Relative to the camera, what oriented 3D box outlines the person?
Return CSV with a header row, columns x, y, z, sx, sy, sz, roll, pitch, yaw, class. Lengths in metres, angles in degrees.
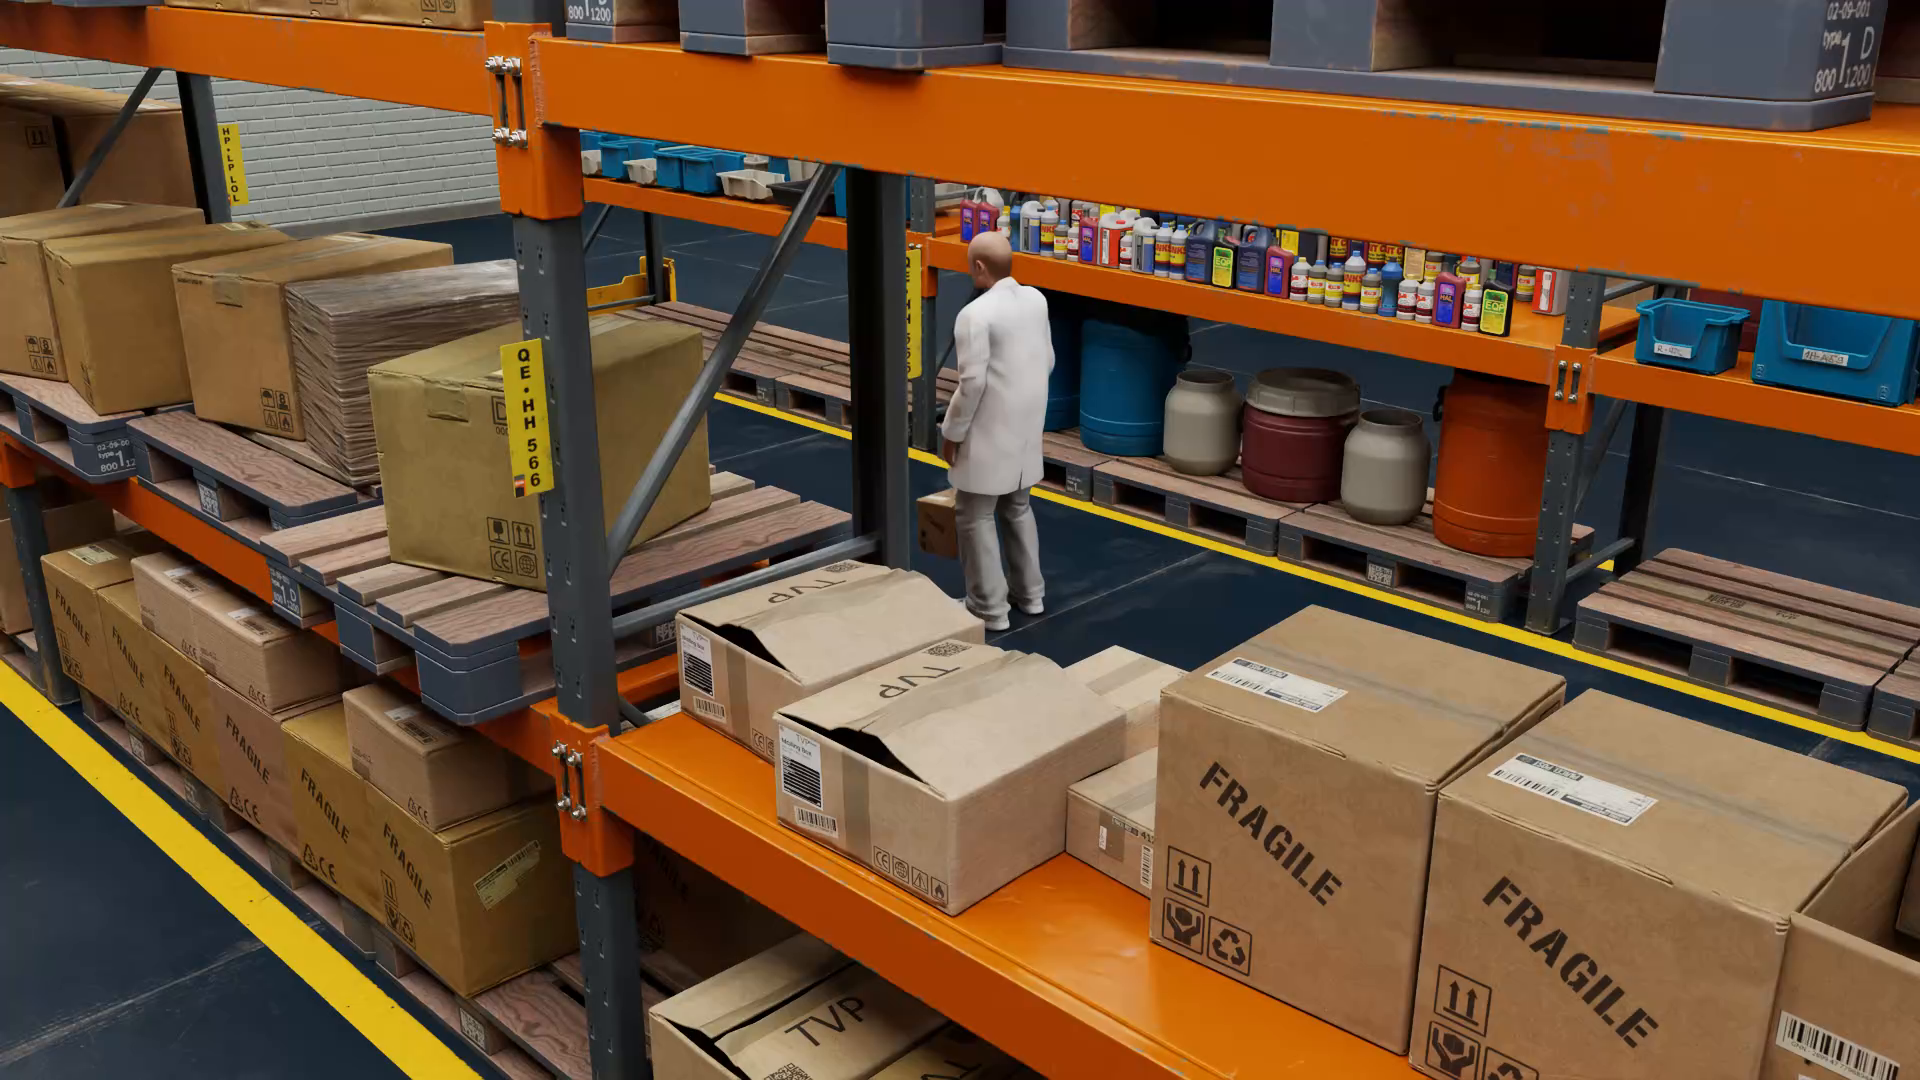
x,y,z,sx,sy,sz,roll,pitch,yaw,class
0.161,-0.481,7.397,0.424,1.776,0.596,18,27,39,person
